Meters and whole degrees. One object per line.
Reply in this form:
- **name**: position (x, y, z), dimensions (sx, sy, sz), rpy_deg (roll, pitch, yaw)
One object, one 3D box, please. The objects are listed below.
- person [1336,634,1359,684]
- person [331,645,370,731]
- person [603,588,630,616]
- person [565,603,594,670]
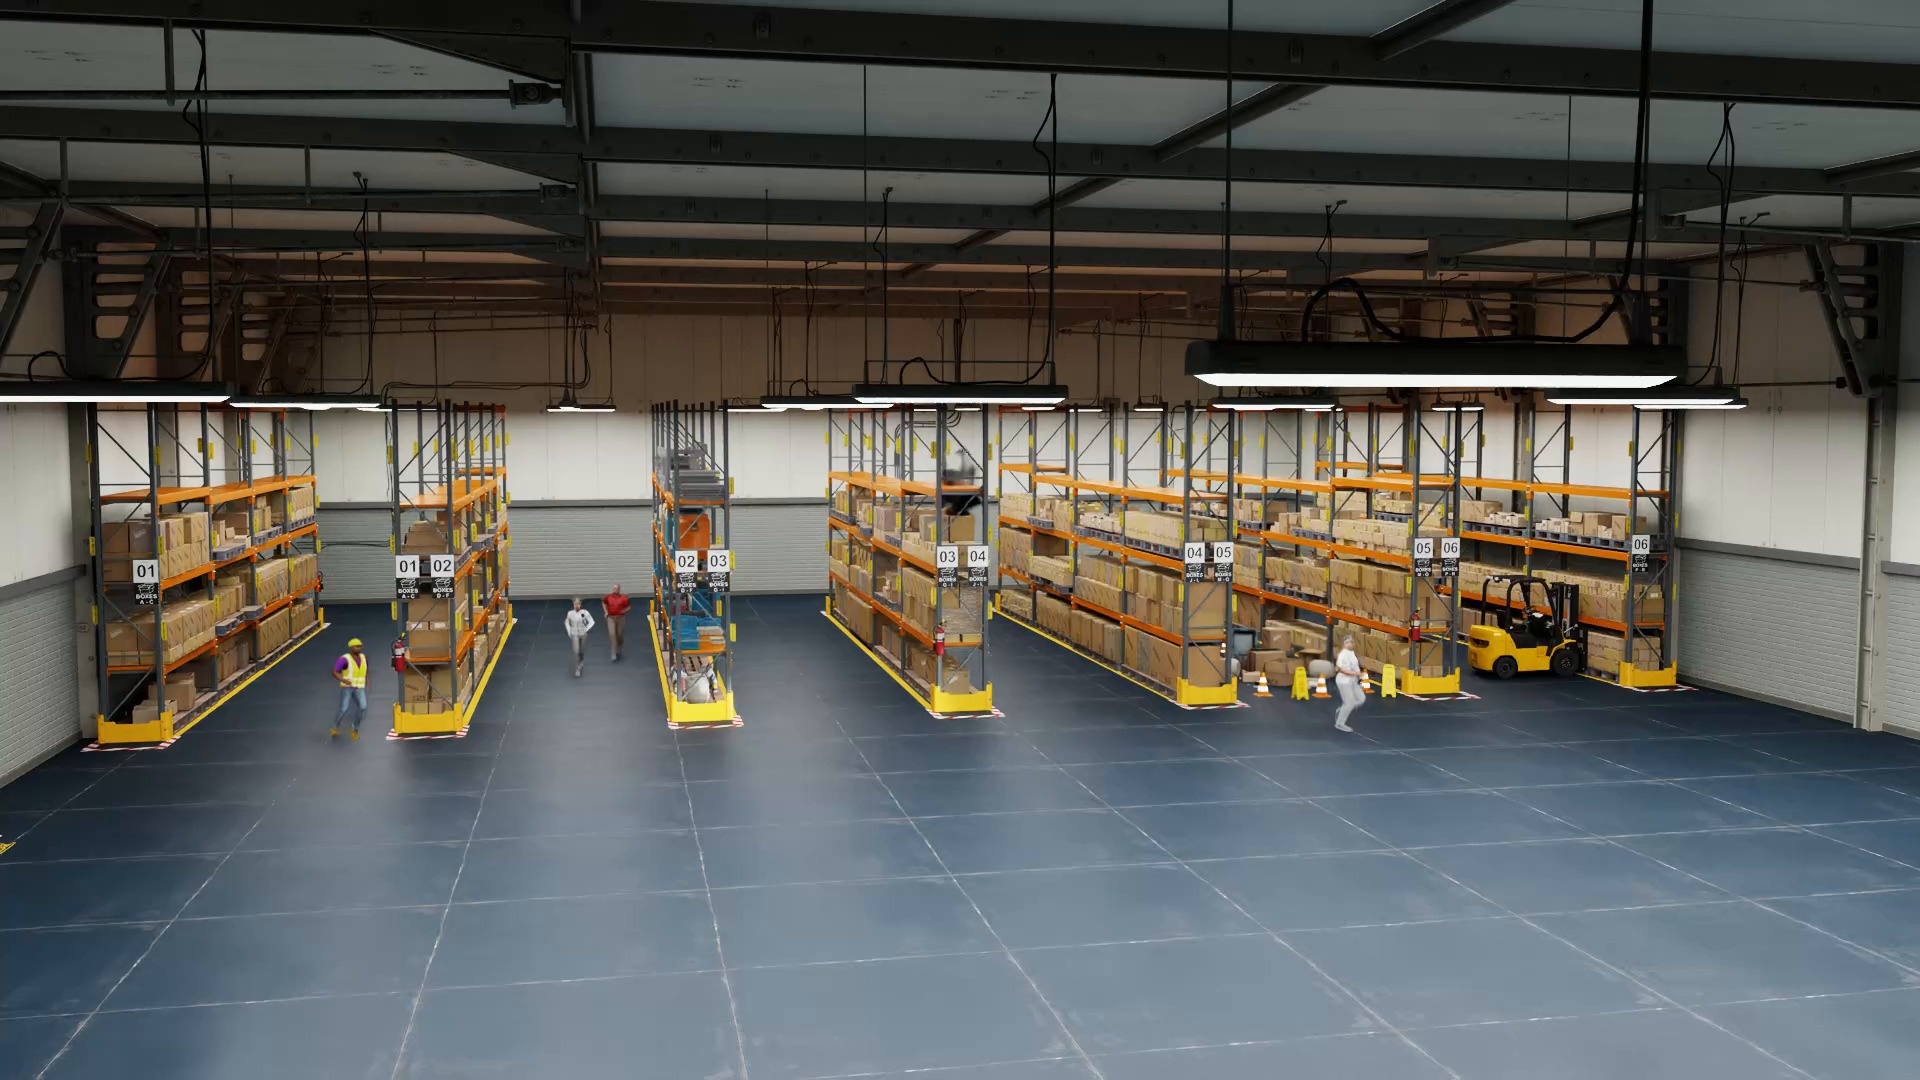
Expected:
- **person**: position (7.017, 2.148, 30.115), dimensions (0.406, 0.900, 0.676), rpy_deg (3, 5, 31)
- **person**: position (-10.764, 2.582, 29.492), dimensions (0.684, 1.585, 0.763), rpy_deg (4, 6, 44)
- **person**: position (-8.086, 1.454, 39.130), dimensions (0.636, 0.682, 0.455), rpy_deg (-1, 4, -10)
- **person**: position (-8.404, 2.081, 36.759), dimensions (0.635, 1.558, 0.627), rpy_deg (-1, 4, -10)
